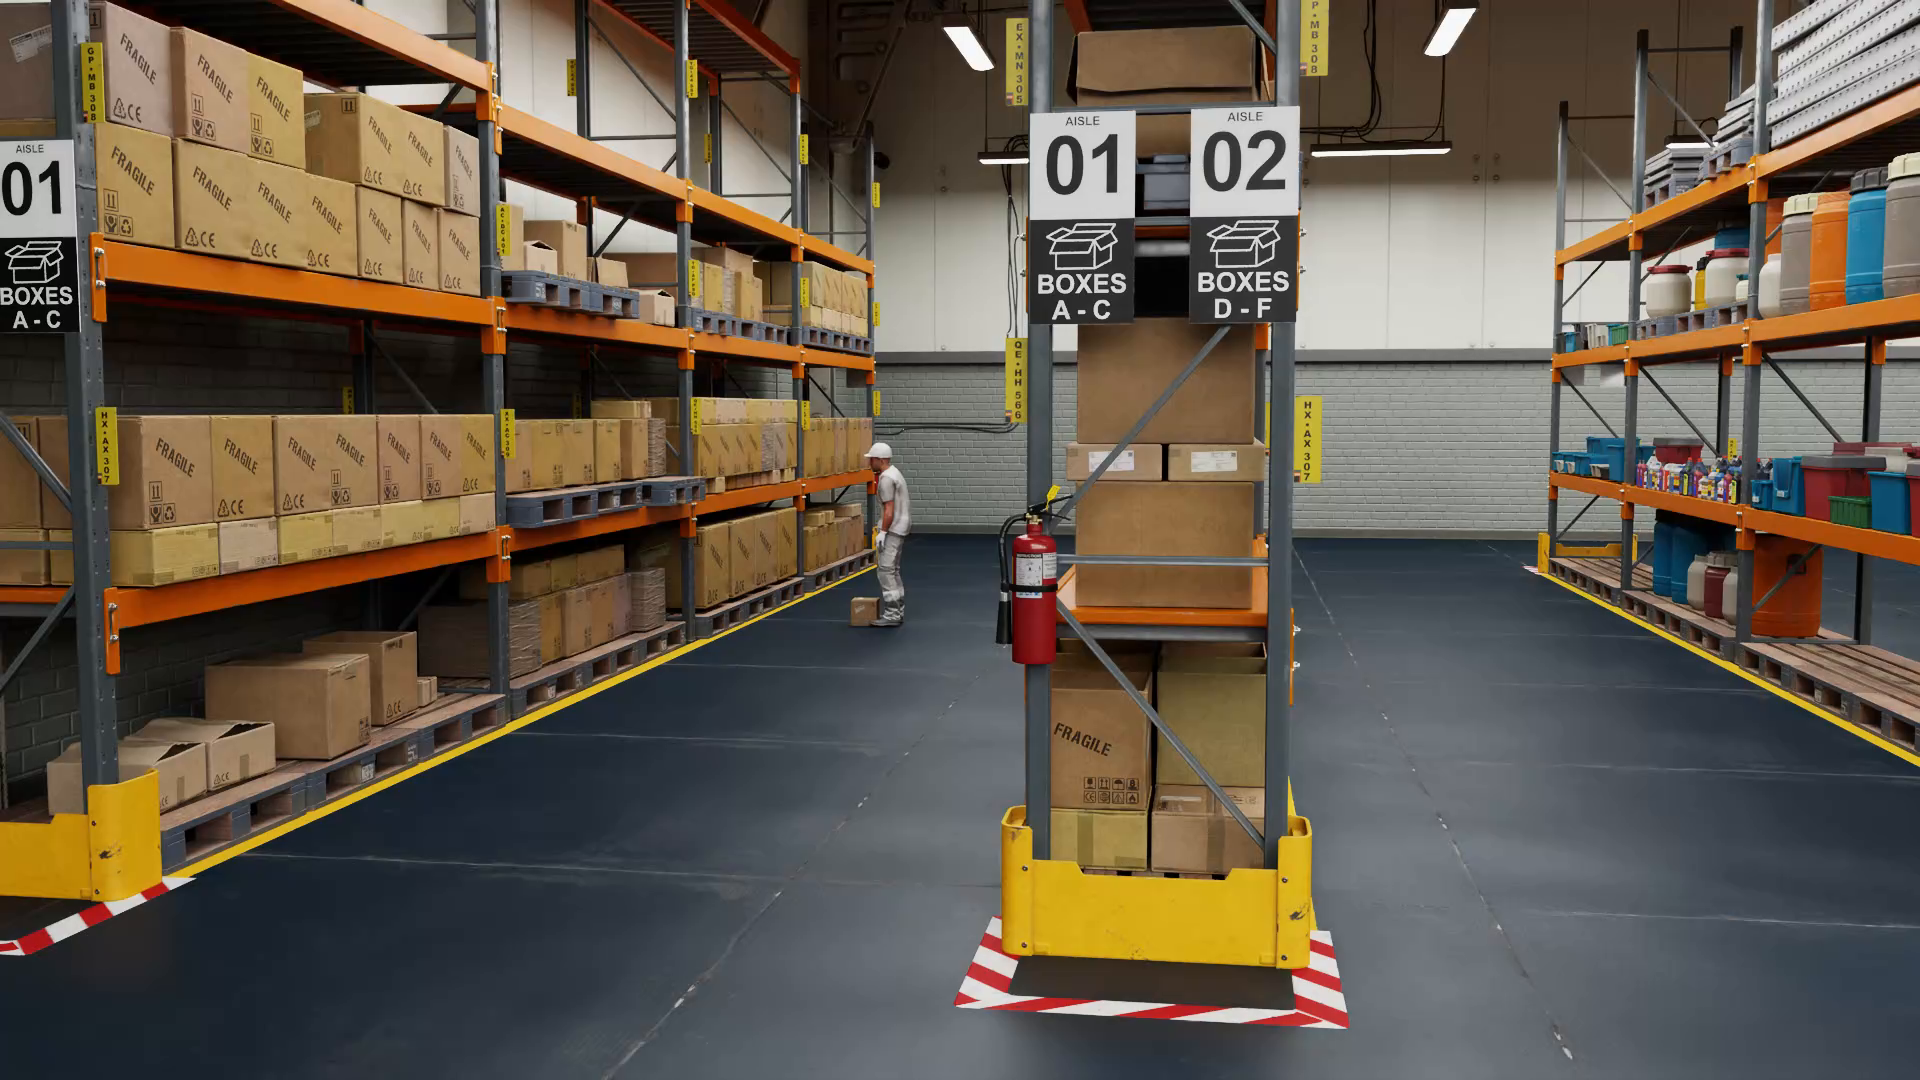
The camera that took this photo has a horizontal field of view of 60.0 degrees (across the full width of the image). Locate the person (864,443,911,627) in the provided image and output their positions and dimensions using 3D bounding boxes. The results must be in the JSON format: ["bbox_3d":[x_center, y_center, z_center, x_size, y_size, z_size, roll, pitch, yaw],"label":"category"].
[{"bbox_3d":[-0.707,-0.056,16.204,0.456,1.778,0.605,1,4,8],"label":"person"}]
